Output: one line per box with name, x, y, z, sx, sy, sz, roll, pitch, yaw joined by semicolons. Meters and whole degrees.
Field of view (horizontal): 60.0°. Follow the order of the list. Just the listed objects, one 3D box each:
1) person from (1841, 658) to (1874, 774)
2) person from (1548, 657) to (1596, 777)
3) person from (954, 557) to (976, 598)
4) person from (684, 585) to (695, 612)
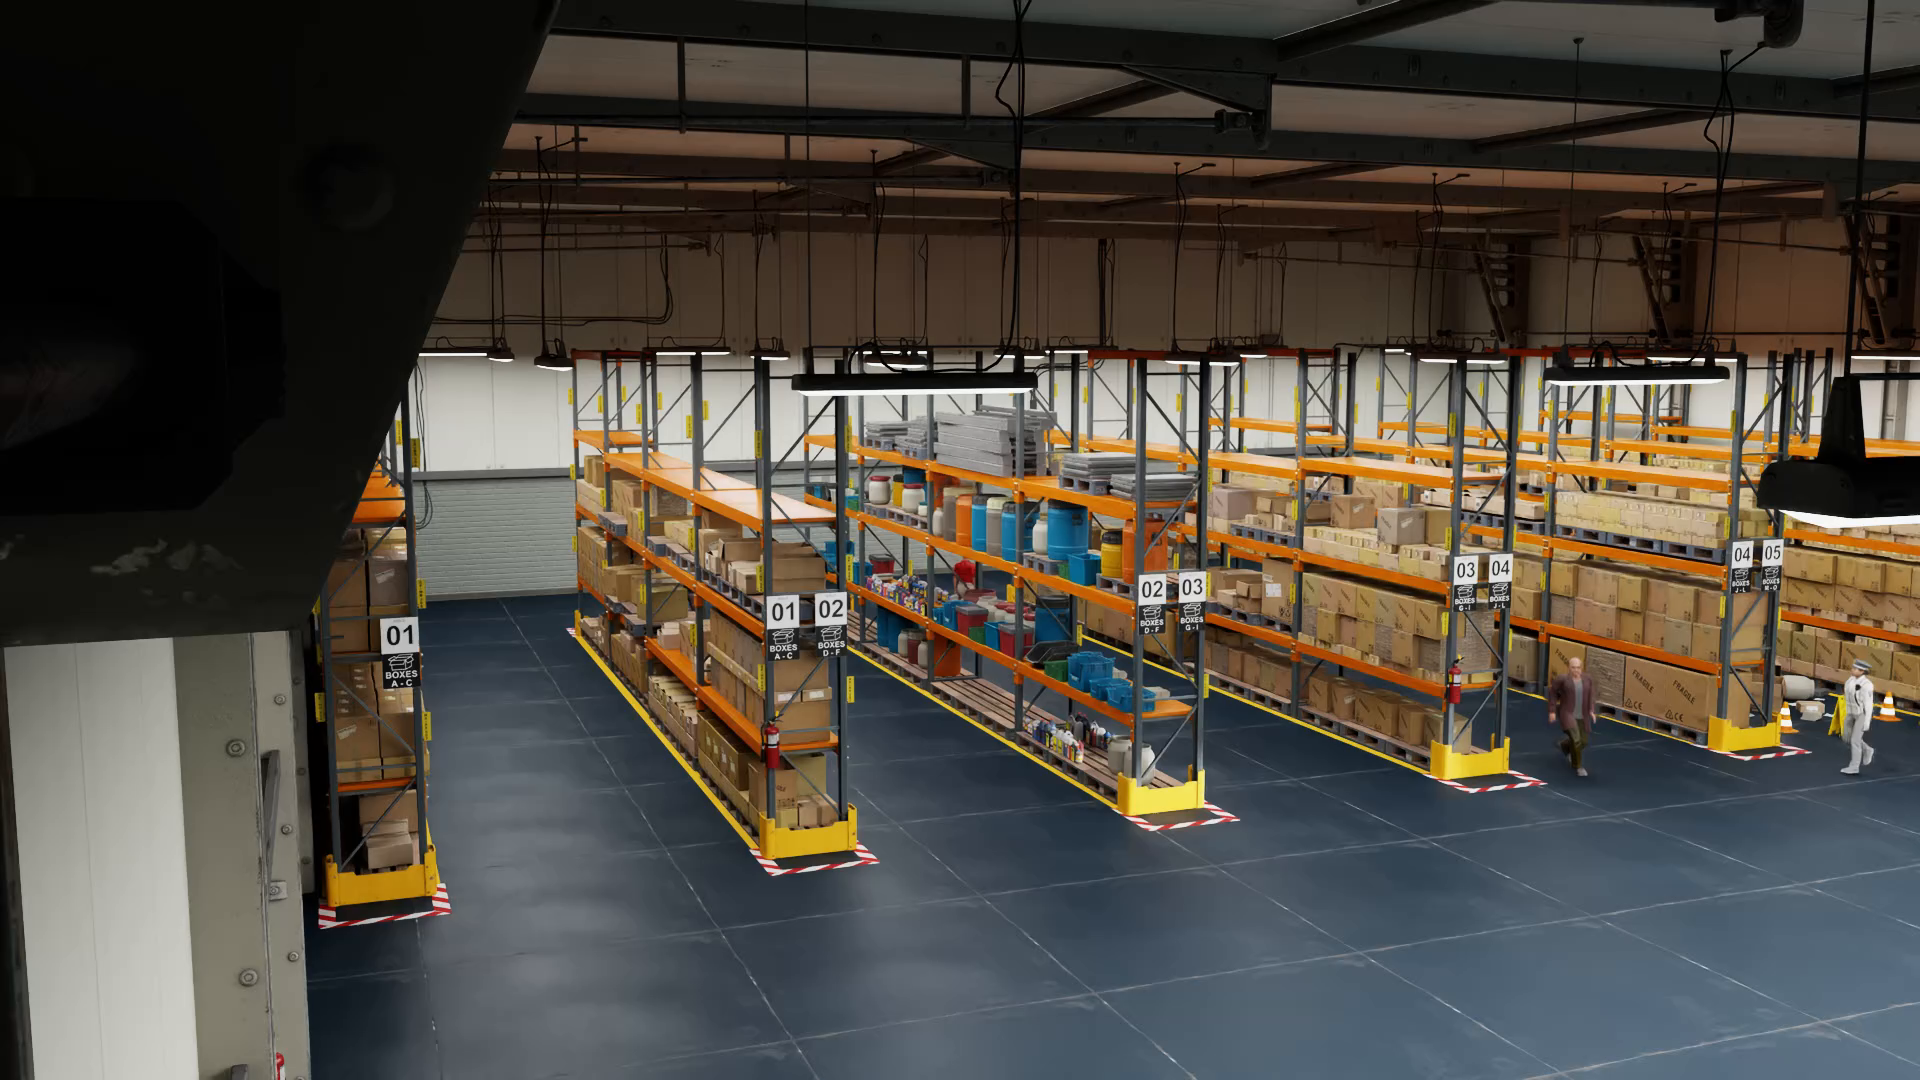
person;12.998;2.516;23.970;0.644;1.665;0.491;-2;7;-14
person;8.851;2.514;24.072;0.622;1.694;0.861;-1;7;-7
person;0.116;1.080;35.297;0.560;1.729;0.487;4;8;27
person;-5.734;1.154;34.868;0.570;1.718;0.502;0;7;3
